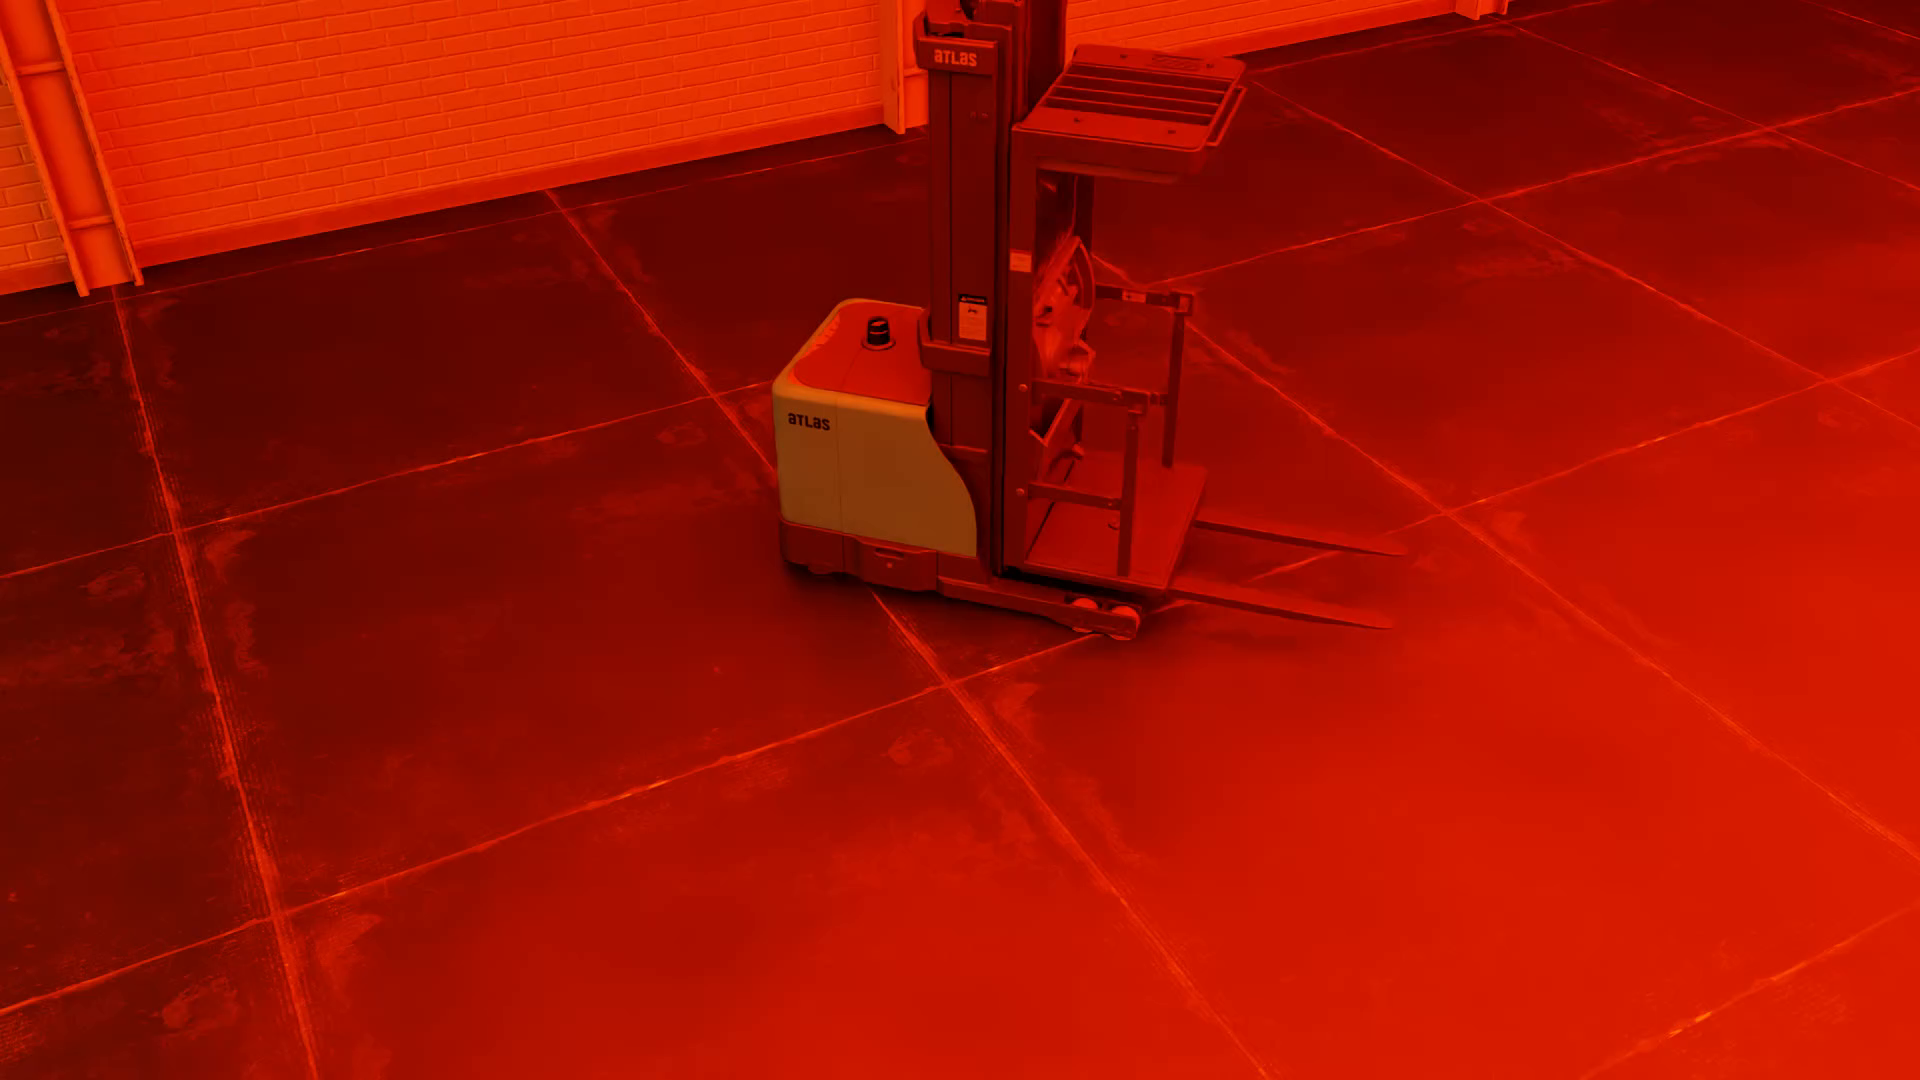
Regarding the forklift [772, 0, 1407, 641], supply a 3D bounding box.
[{"bbox_3d":[0.666,-1.059,7.621,3.031,2.935,1.130,11,37,15],"label":"forklift"}]
